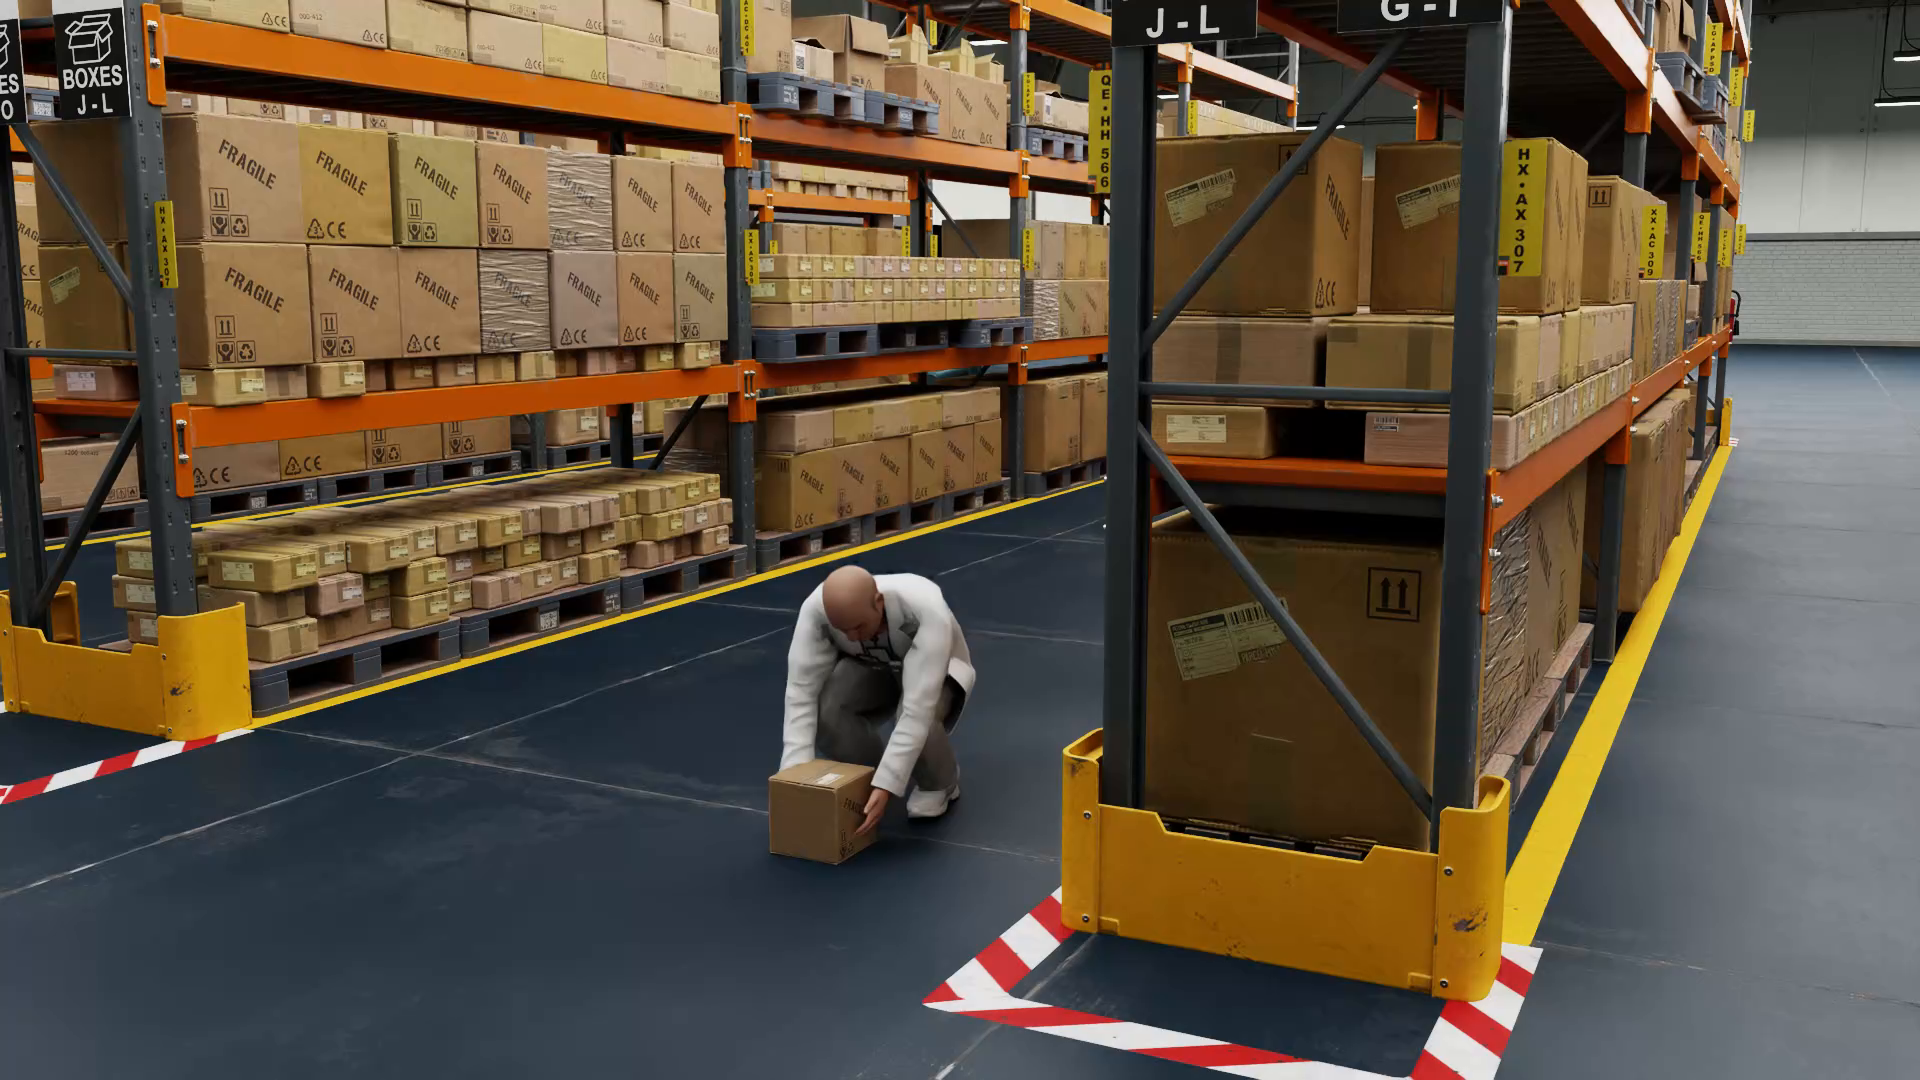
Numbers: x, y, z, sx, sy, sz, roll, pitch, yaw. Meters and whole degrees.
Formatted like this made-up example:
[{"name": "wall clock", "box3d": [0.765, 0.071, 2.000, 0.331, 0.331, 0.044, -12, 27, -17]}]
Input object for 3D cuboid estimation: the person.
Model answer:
[{"name": "person", "box3d": [-0.258, 0.486, 5.593, 0.603, 0.918, 0.906, 4, 10, 25]}]
